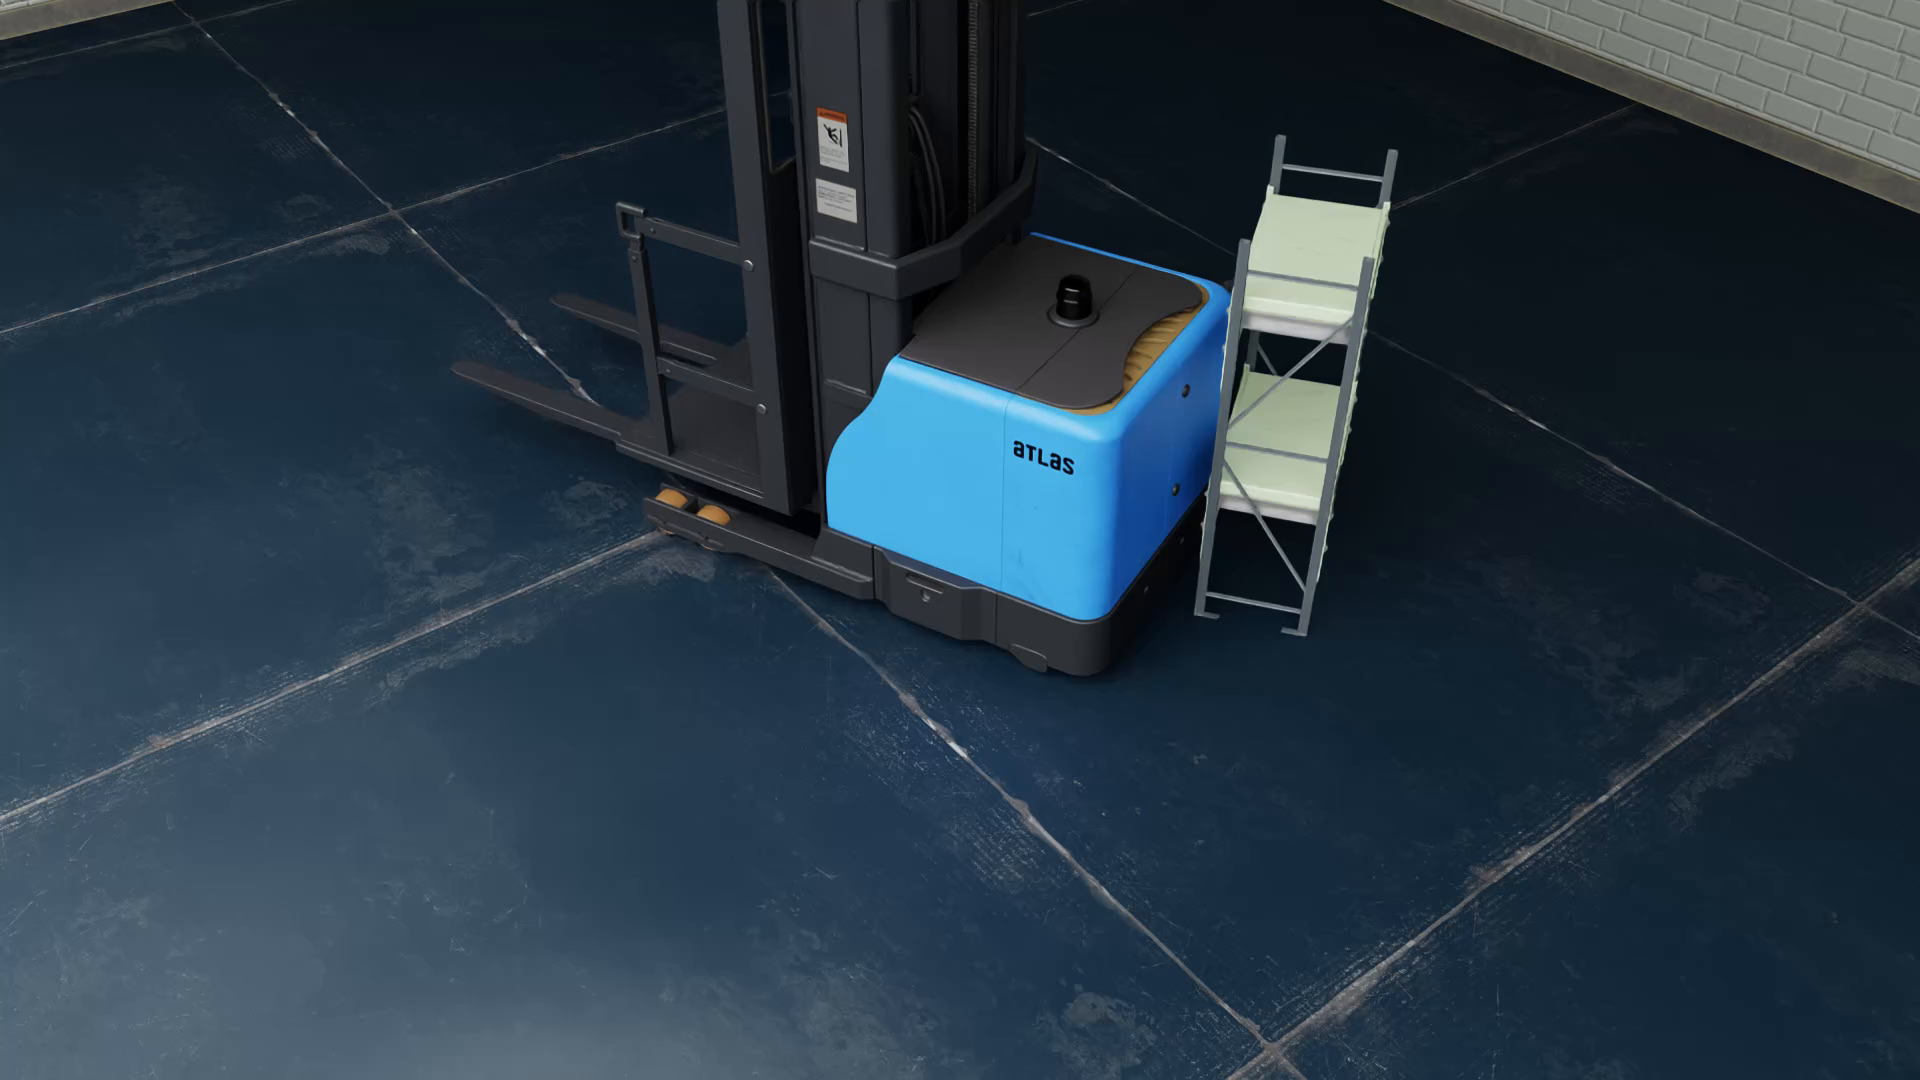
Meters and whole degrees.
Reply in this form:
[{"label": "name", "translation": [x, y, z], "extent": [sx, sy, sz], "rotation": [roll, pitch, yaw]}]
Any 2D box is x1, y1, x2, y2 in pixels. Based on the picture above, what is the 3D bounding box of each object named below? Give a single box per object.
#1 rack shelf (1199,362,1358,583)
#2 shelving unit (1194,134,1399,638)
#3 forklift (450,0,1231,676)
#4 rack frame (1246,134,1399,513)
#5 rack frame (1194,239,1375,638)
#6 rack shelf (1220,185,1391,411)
[{"label": "rack shelf", "translation": [1.133, -0.251, 5.887], "extent": [0.431, 0.370, 0.720], "rotation": [11, 41, 13]}, {"label": "shelving unit", "translation": [1.134, -0.503, 5.680], "extent": [0.431, 1.500, 0.755], "rotation": [11, 41, 13]}, {"label": "forklift", "translation": [-0.598, -1.364, 5.601], "extent": [3.031, 2.935, 1.130], "rotation": [20, 43, 23]}, {"label": "rack frame", "translation": [1.239, -0.725, 5.951], "extent": [0.400, 1.500, 0.023], "rotation": [11, 41, 13]}, {"label": "rack frame", "translation": [1.028, -0.281, 5.409], "extent": [0.400, 1.500, 0.023], "rotation": [11, 41, 13]}, {"label": "rack shelf", "translation": [1.134, -0.805, 5.432], "extent": [0.431, 0.370, 0.720], "rotation": [11, 41, 13]}]
